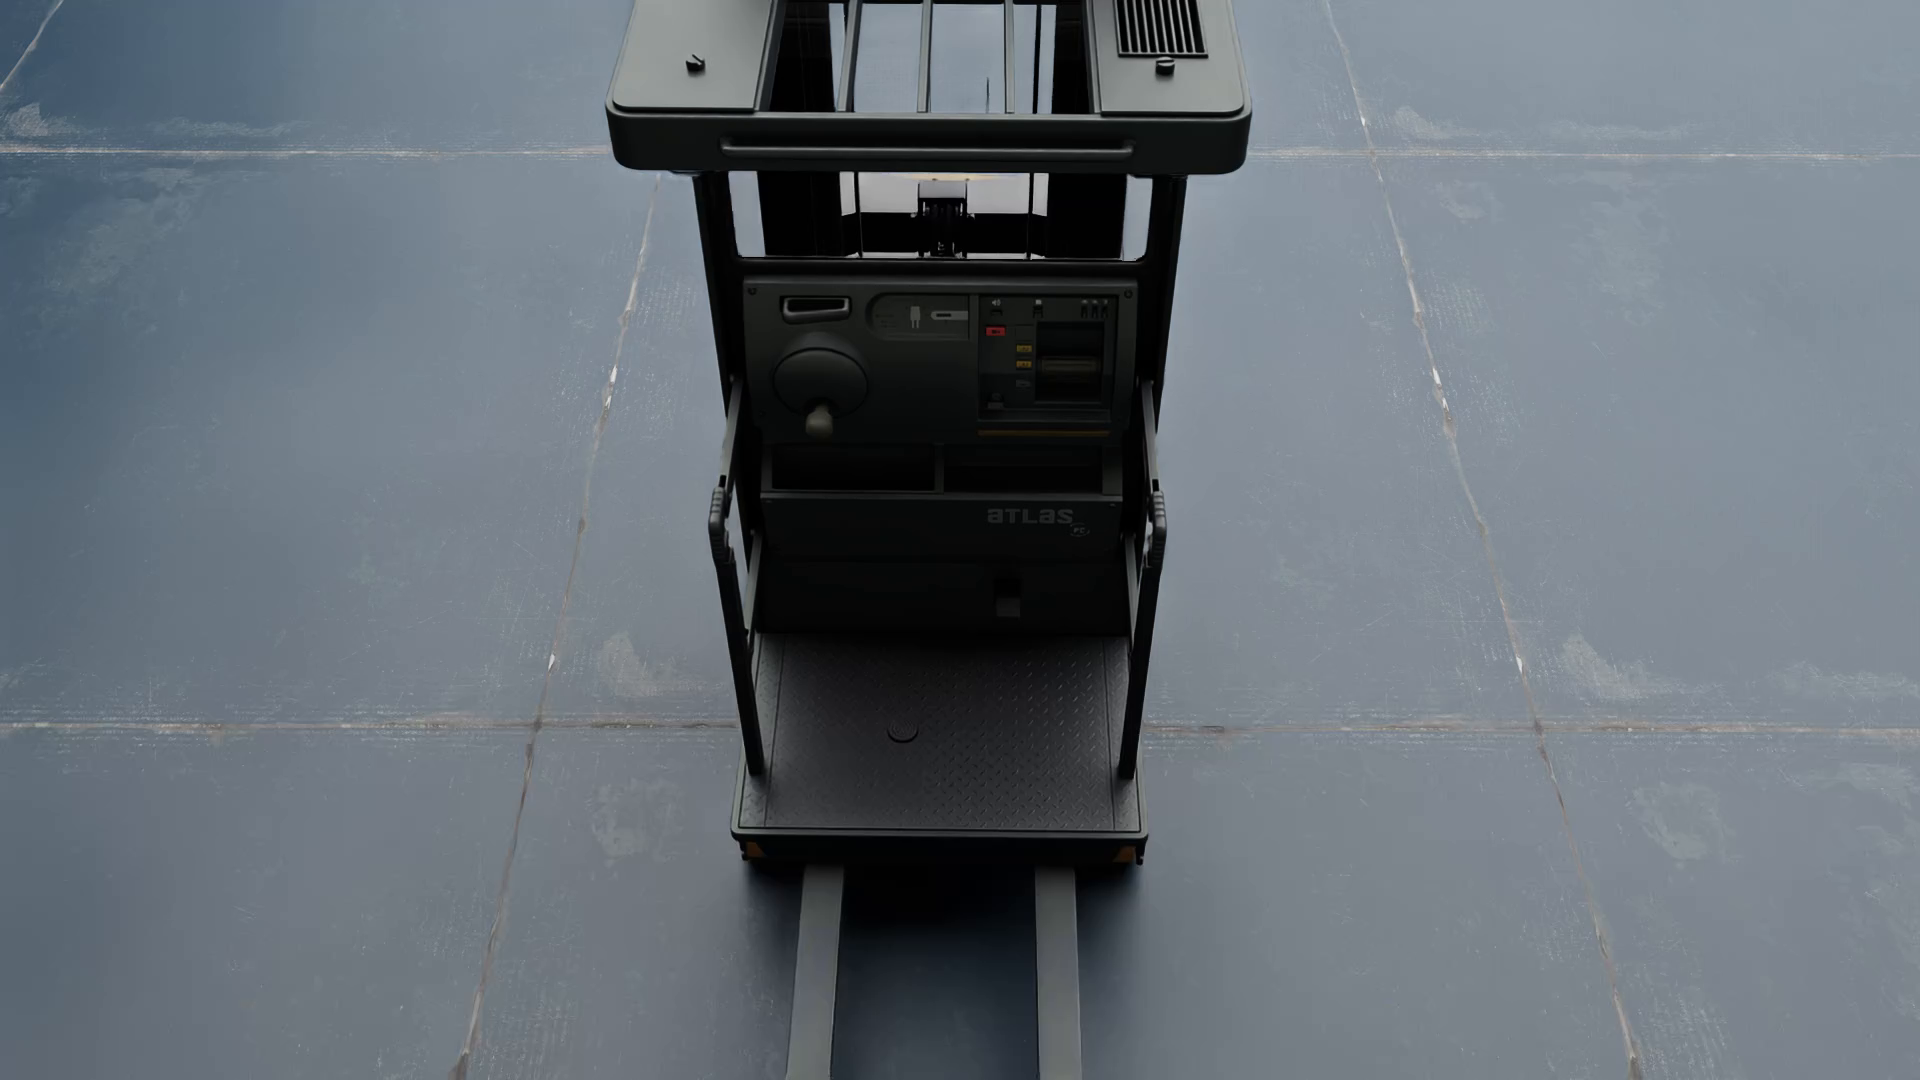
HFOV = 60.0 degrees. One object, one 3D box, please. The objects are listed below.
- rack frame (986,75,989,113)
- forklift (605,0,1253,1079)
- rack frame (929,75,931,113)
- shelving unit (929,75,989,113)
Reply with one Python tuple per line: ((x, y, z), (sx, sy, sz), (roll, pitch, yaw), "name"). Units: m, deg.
((0.086, -0.964, 5.583), (0.006, 1.200, 0.240), (1, 47, 1), "rack frame")
((-0.048, -0.336, 3.817), (1.130, 2.935, 3.031), (1, 47, 1), "forklift")
((-0.097, -0.966, 5.585), (0.006, 1.200, 0.240), (1, 47, 1), "rack frame")
((-0.006, -0.965, 5.584), (0.189, 1.200, 0.258), (1, 47, 1), "shelving unit")
